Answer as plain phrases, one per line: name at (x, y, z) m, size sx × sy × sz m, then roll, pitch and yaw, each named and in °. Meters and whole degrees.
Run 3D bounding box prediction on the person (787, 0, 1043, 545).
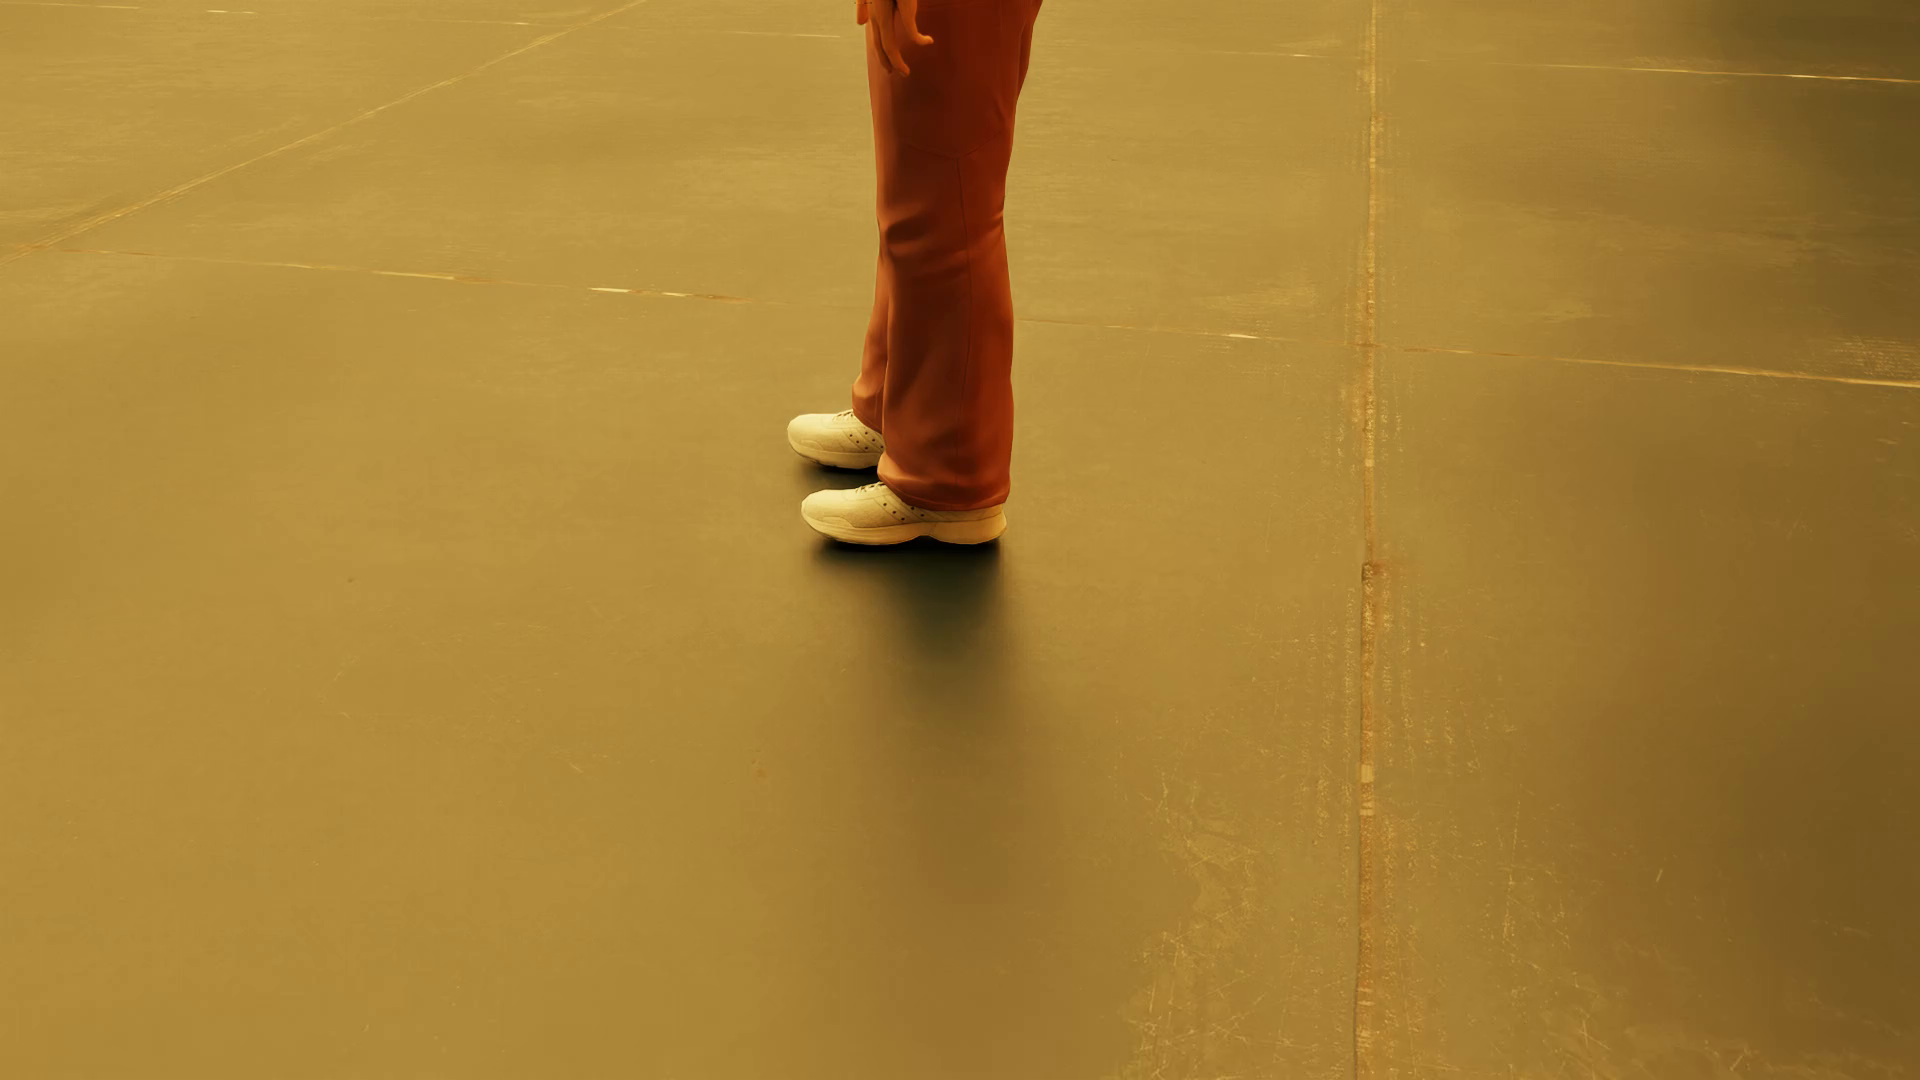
person at (-0.069, -0.767, 2.144) m, size 0.549 × 1.675 × 0.553 m, roll 6°, pitch 27°, yaw 11°
